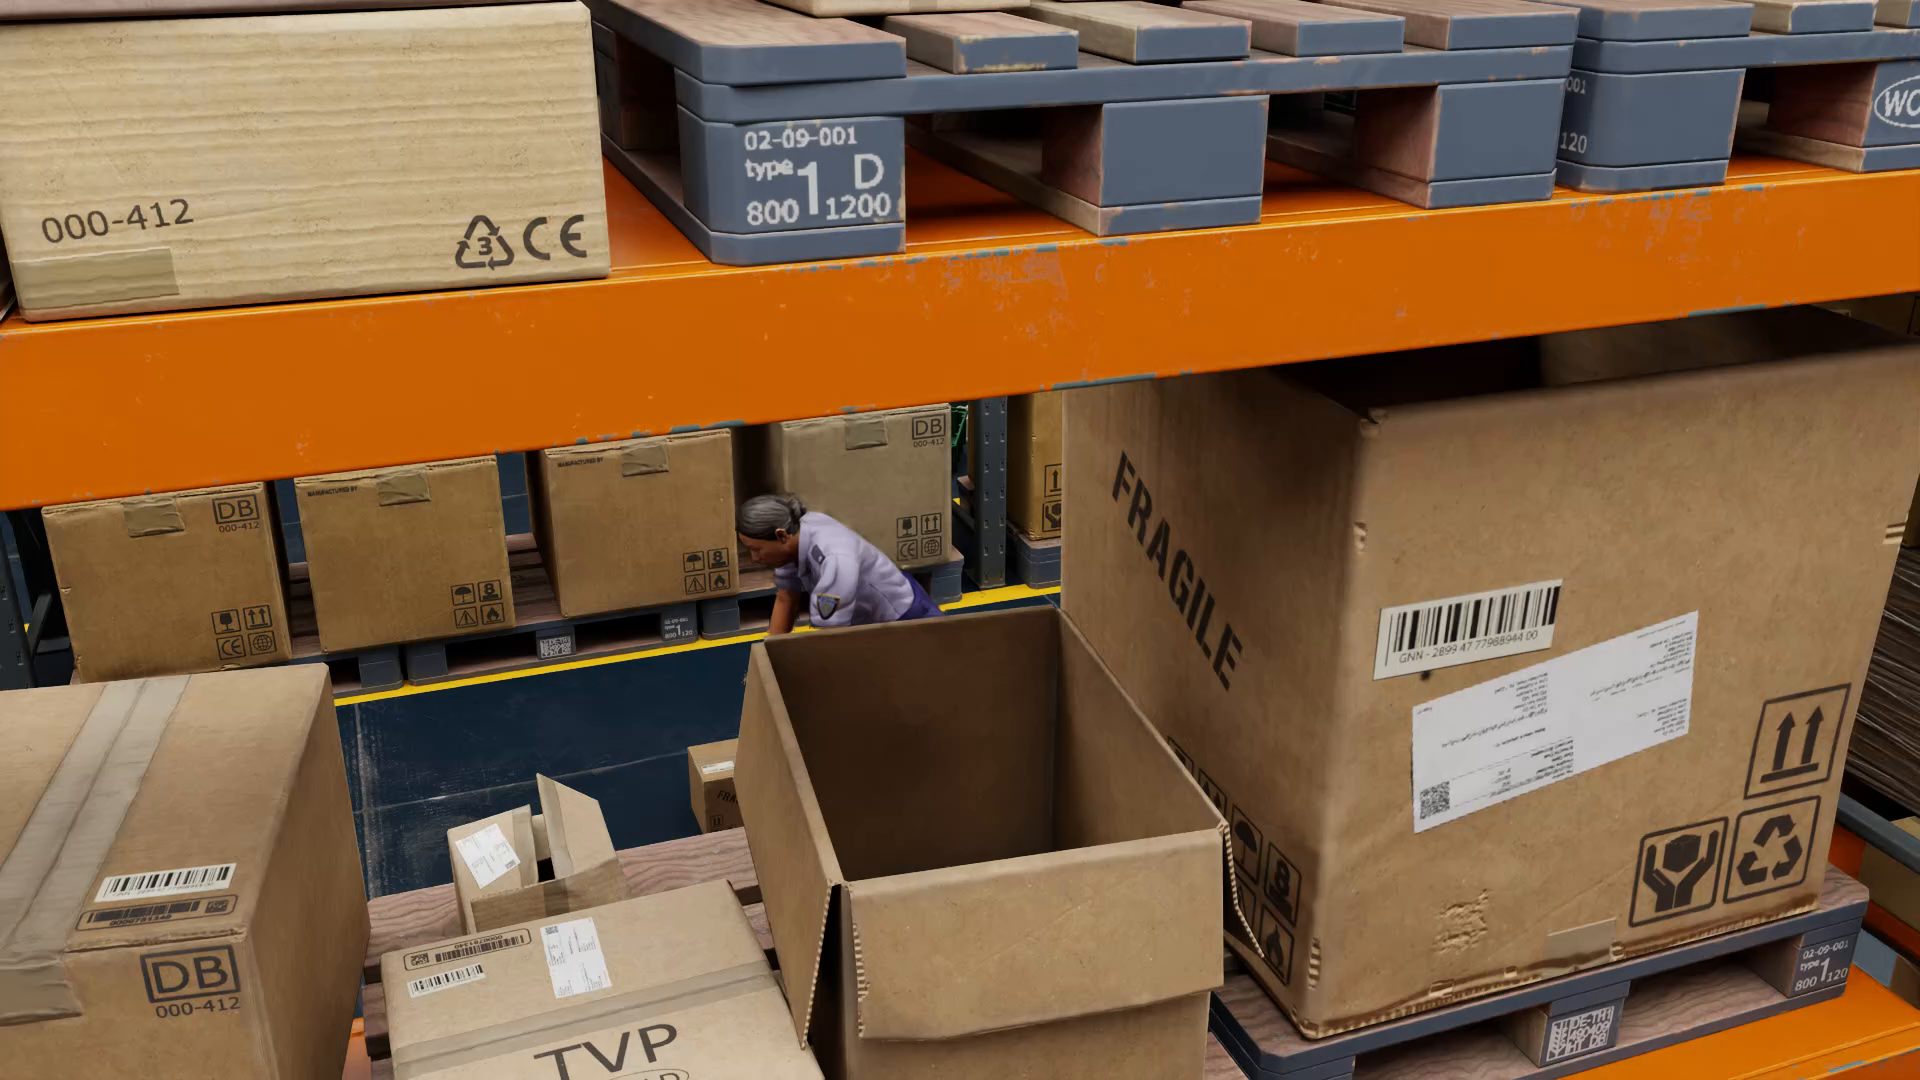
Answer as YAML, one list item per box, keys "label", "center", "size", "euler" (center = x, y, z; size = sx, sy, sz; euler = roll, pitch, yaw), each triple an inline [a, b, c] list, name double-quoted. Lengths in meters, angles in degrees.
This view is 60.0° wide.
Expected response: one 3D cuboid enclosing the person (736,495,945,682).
- label: "person"
  center: [-0.391, 0.381, 5.759]
  size: [0.731, 1.226, 0.539]
  euler: [-8, 24, -19]
